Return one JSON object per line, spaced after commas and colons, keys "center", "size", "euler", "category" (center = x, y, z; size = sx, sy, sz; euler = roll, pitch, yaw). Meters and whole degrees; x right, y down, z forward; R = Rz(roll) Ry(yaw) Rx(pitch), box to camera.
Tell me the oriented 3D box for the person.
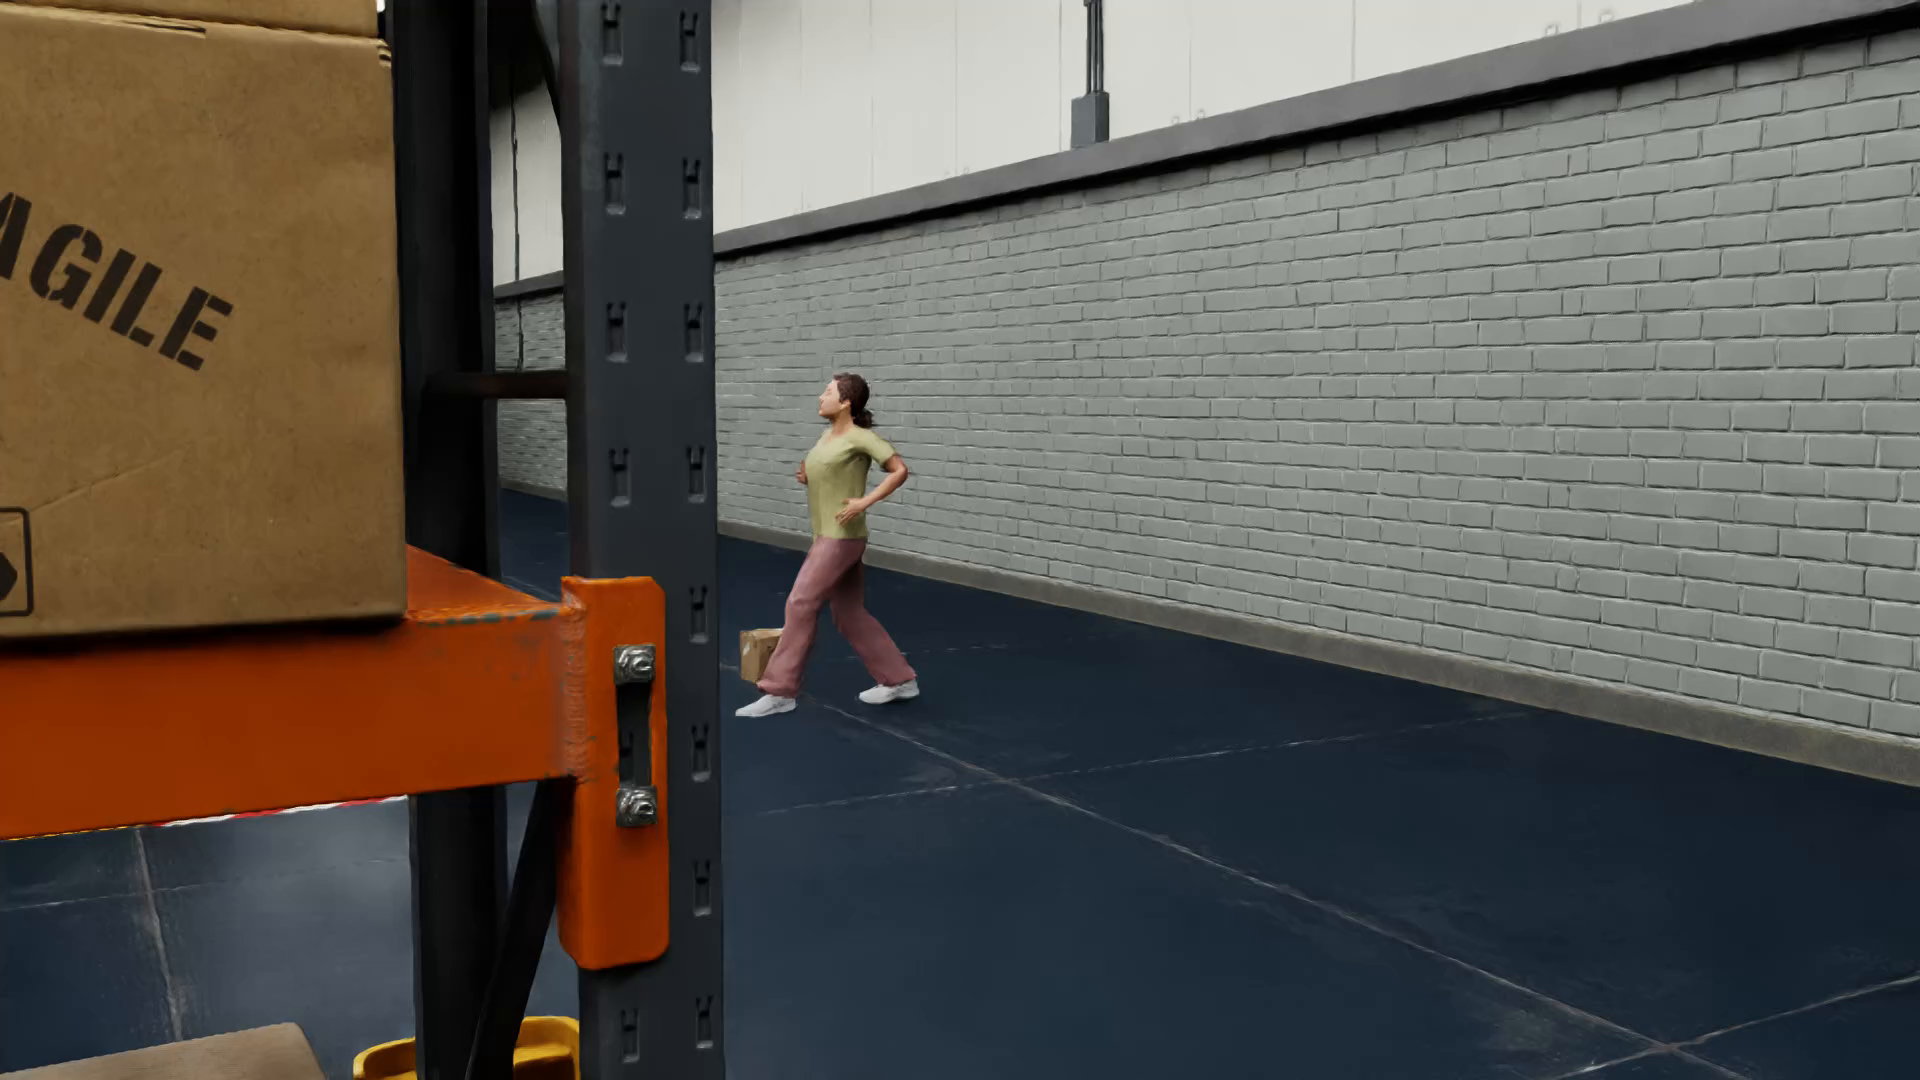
{"center": [-0.673, 0.010, 8.014], "size": [0.928, 1.592, 0.589], "euler": [-2, 5, -17], "category": "person"}
